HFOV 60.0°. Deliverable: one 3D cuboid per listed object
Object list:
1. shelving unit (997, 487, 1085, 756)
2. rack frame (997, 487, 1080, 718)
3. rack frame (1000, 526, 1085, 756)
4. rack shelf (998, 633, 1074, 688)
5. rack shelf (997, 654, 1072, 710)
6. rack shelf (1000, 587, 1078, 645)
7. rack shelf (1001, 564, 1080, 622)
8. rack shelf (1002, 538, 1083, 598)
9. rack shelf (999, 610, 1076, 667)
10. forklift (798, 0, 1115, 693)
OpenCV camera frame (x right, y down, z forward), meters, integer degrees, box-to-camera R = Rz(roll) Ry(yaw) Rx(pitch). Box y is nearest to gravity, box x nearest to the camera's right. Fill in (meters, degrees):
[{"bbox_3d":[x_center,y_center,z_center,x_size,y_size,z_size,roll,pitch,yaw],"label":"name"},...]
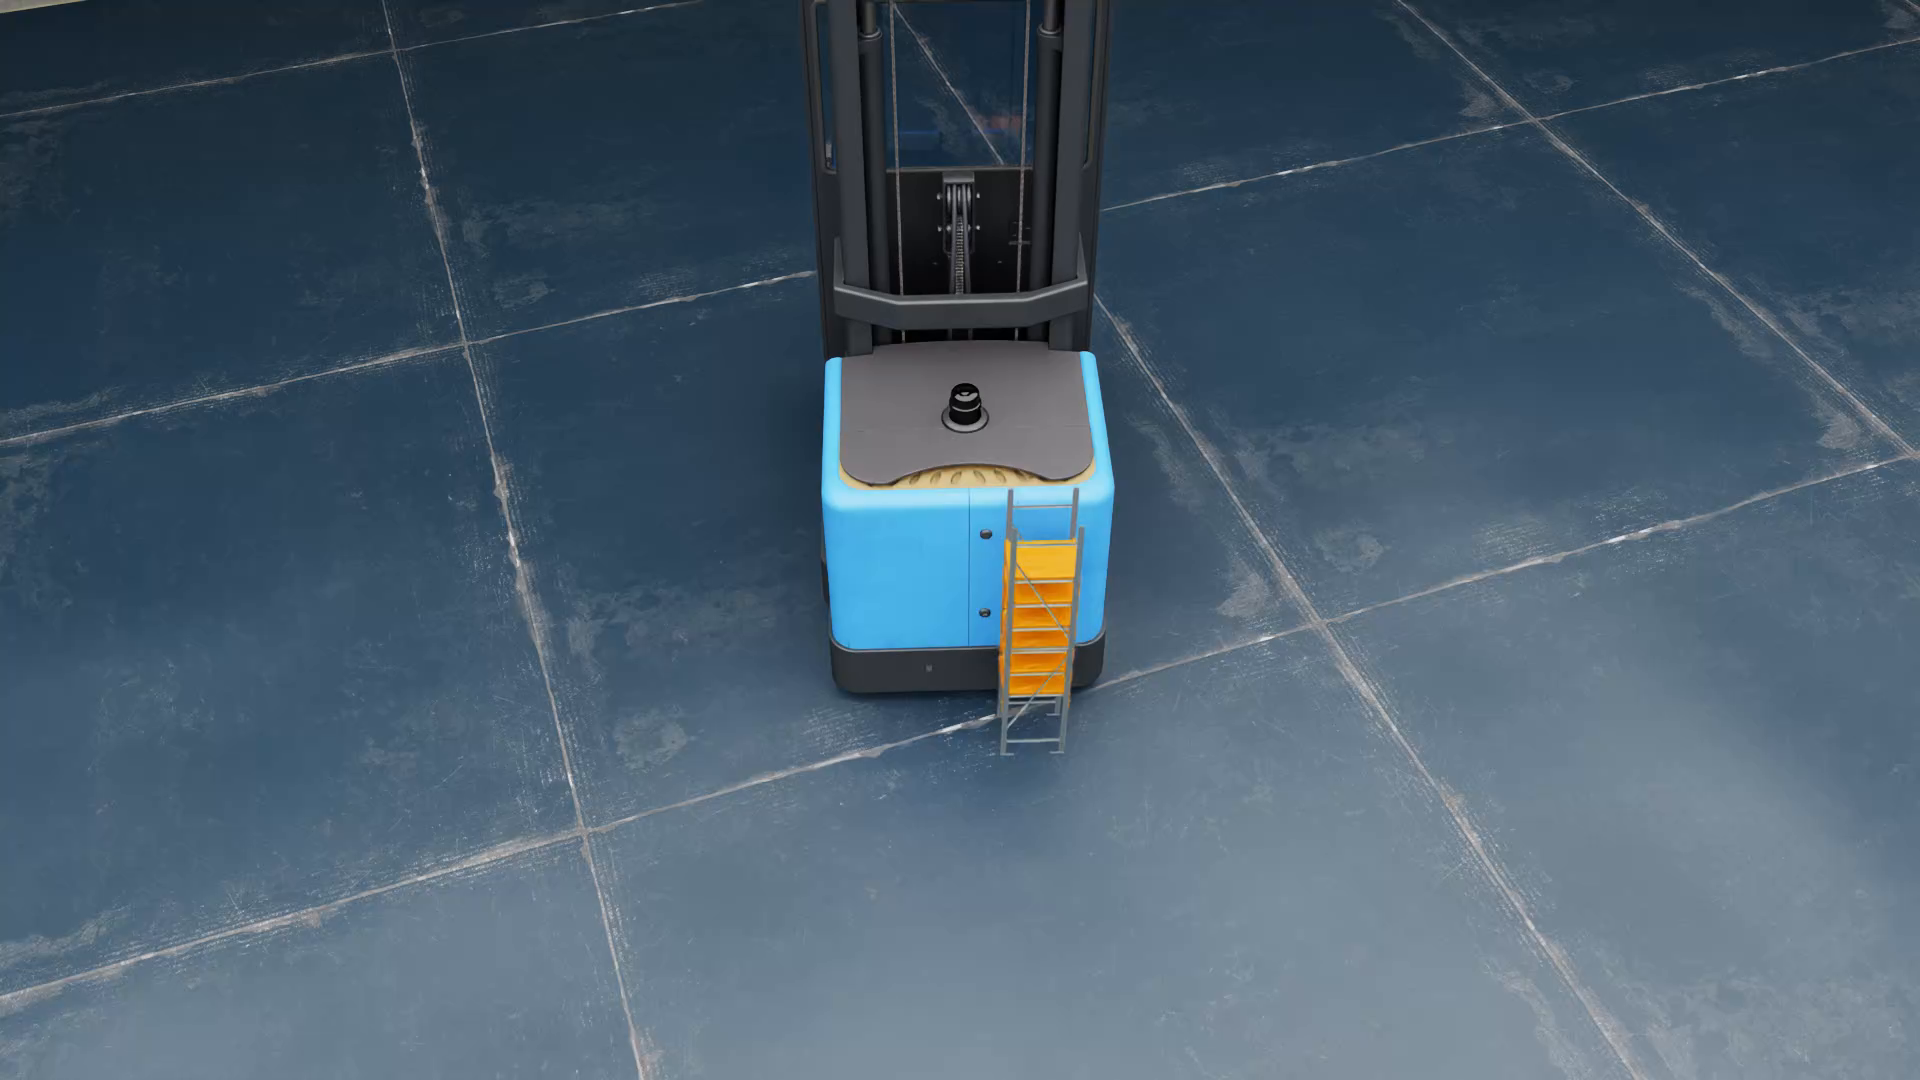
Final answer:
[{"bbox_3d":[0.275,0.317,5.894,0.258,1.200,0.189,-1,45,-2],"label":"shelving unit"},{"bbox_3d":[0.271,0.252,5.958,0.240,1.200,0.006,-1,45,-2],"label":"rack frame"},{"bbox_3d":[0.279,0.382,5.829,0.240,1.200,0.006,-1,45,-2],"label":"rack frame"},{"bbox_3d":[0.273,0.433,6.010,0.258,0.103,0.180,-1,45,-2],"label":"rack shelf"},{"bbox_3d":[0.271,0.518,6.095,0.258,0.103,0.180,-1,45,-2],"label":"rack shelf"},{"bbox_3d":[0.276,0.264,5.840,0.258,0.103,0.180,-1,45,-2],"label":"rack shelf"},{"bbox_3d":[0.278,0.179,5.755,0.258,0.103,0.180,-1,45,-2],"label":"rack shelf"},{"bbox_3d":[0.279,0.094,5.670,0.258,0.103,0.180,-1,45,-2],"label":"rack shelf"},{"bbox_3d":[0.274,0.348,5.925,0.258,0.103,0.180,-1,45,-2],"label":"rack shelf"},{"bbox_3d":[-0.024,-1.480,6.465,1.130,2.935,3.031,-2,45,-2],"label":"forklift"}]
